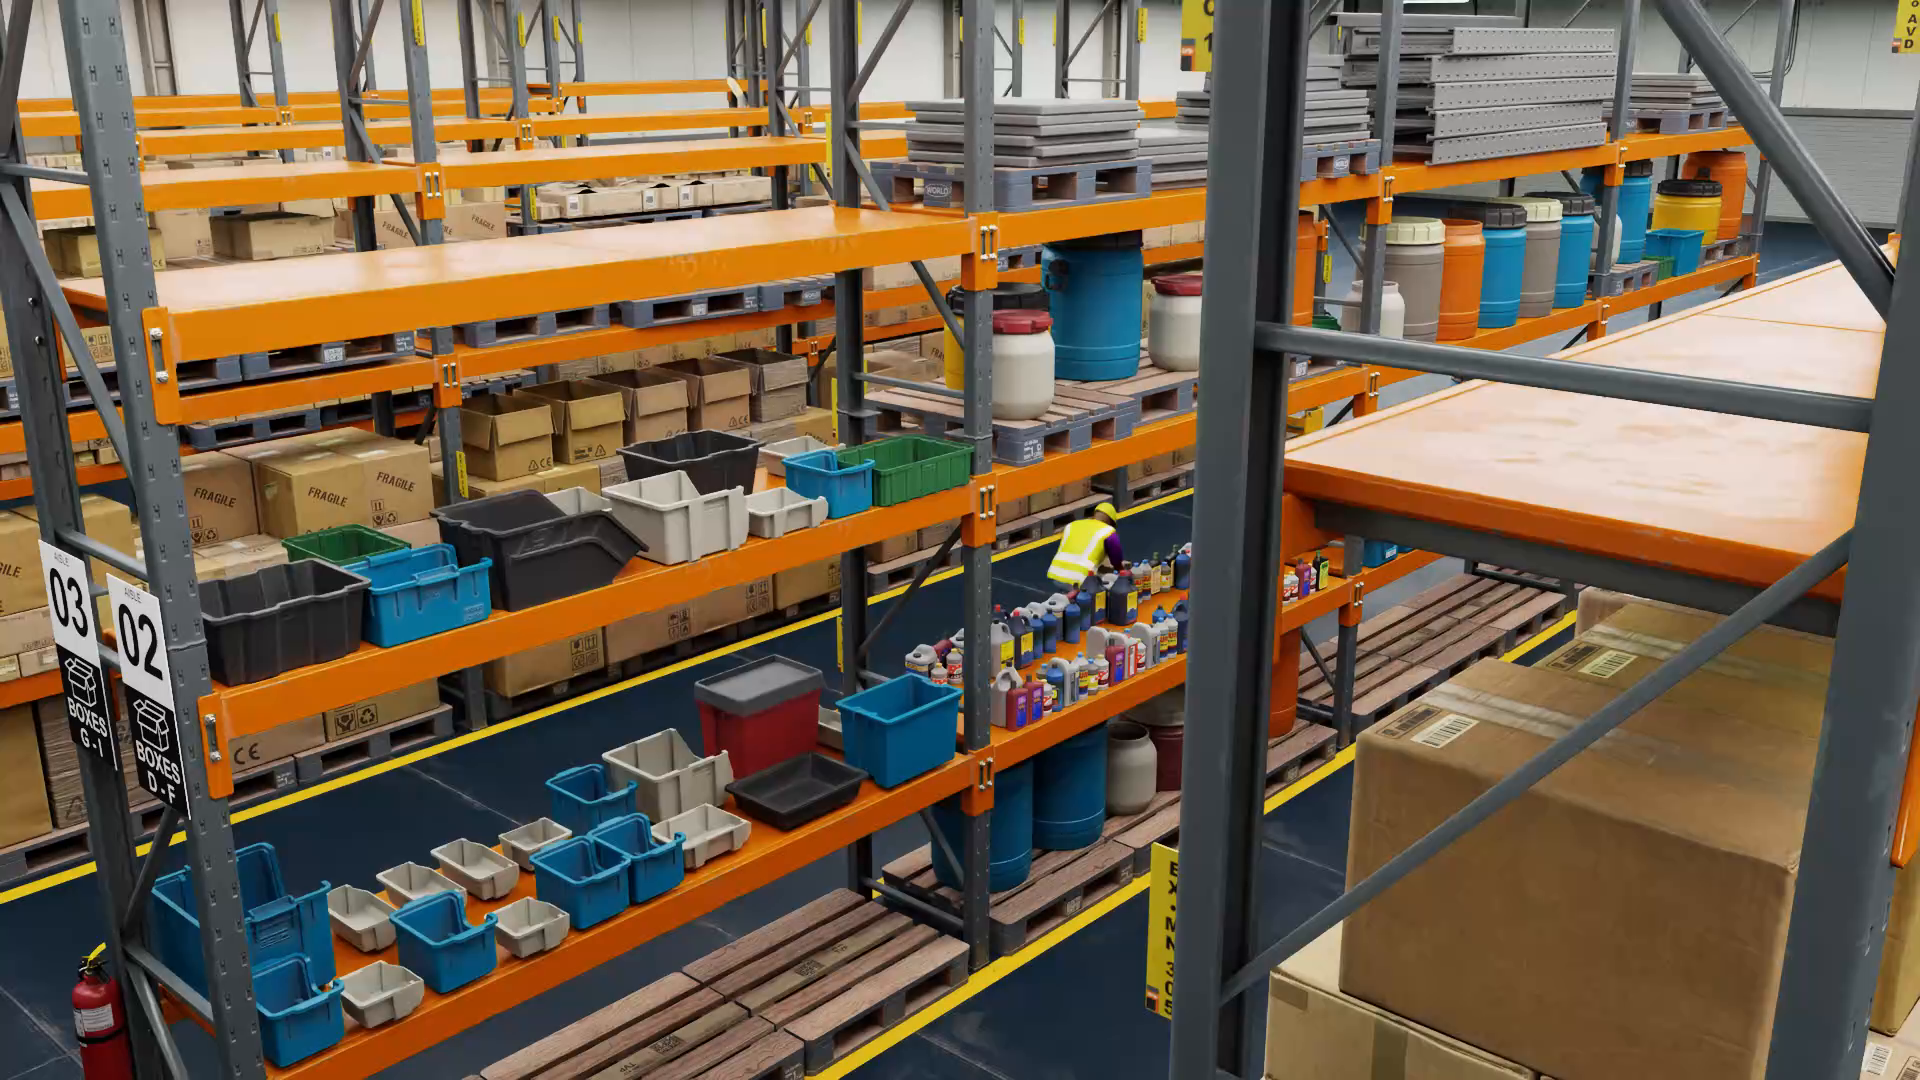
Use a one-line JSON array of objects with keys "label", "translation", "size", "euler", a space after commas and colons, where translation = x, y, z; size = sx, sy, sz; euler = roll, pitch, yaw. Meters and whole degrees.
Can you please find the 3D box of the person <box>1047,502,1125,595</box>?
[{"label": "person", "translation": [1.115, 0.223, 14.583], "size": [0.546, 1.012, 0.899], "euler": [14, 22, 38]}]
